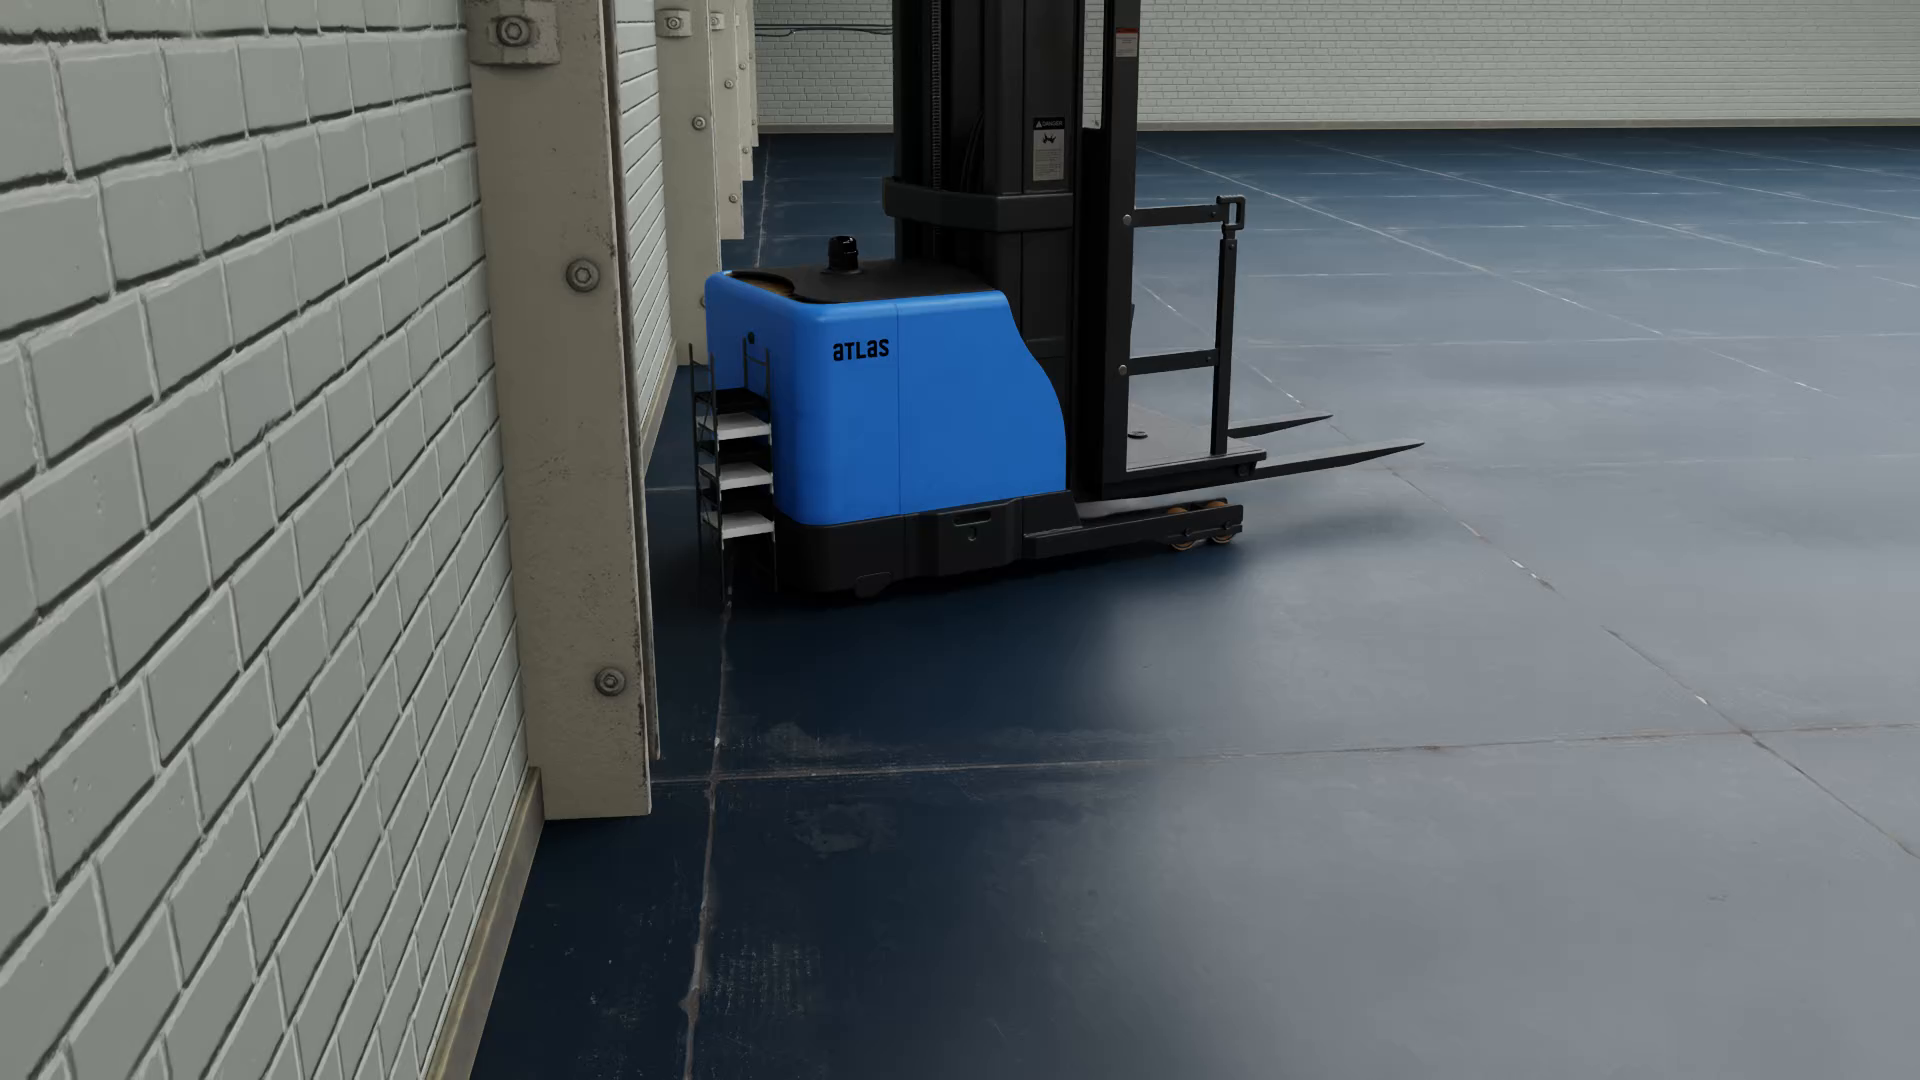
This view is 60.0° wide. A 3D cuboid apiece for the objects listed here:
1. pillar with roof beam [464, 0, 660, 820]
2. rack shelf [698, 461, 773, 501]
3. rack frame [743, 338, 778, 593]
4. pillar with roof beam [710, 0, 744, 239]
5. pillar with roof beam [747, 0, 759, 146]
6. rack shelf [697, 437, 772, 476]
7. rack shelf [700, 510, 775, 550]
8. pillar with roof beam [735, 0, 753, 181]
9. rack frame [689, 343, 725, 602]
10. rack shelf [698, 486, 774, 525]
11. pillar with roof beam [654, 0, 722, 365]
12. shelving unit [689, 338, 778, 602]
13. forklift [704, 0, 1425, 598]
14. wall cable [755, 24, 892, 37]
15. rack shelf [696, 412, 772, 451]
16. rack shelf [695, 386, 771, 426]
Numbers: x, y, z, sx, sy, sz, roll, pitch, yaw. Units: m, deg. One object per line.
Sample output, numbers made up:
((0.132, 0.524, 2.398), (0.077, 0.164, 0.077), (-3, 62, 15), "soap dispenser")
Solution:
((3.292, -3.758, 3.624), (9.100, 9.000, 0.400), (-2, 18, -6), "pillar with roof beam")
((-0.814, -0.221, 5.989), (0.200, 0.077, 0.258), (-9, 20, -27), "rack shelf")
((-0.724, -0.267, 6.025), (0.006, 0.900, 0.240), (-9, 20, -27), "rack frame")
((2.054, -7.333, 15.012), (9.100, 9.000, 0.400), (-2, 18, -6), "pillar with roof beam")
((0.817, -10.908, 26.400), (9.100, 9.000, 0.400), (-2, 18, -6), "pillar with roof beam")
((-0.814, -0.307, 5.962), (0.200, 0.077, 0.258), (-9, 20, -27), "rack shelf")
((-0.814, -0.049, 6.043), (0.200, 0.077, 0.258), (-9, 20, -27), "rack shelf")
((1.436, -9.121, 20.706), (9.100, 9.000, 0.400), (-2, 18, -6), "pillar with roof beam")
((-0.903, -0.238, 5.933), (0.006, 0.900, 0.240), (-9, 20, -27), "rack frame")
((-0.814, -0.135, 6.016), (0.200, 0.077, 0.258), (-9, 20, -27), "rack shelf")
((2.673, -5.546, 9.318), (9.100, 9.000, 0.400), (-2, 18, -6), "pillar with roof beam")
((-0.814, -0.253, 5.979), (0.210, 0.900, 0.258), (-9, 20, -27), "shelving unit")
((0.552, -1.487, 6.521), (3.031, 2.935, 1.130), (-9, 20, -27), "forklift")
((-2.454, -10.213, 29.367), (3.097, 2.526, 0.112), (-2, 18, -6), "wall cable")
((-0.814, -0.393, 5.935), (0.200, 0.077, 0.258), (-9, 20, -27), "rack shelf")
((-0.814, -0.478, 5.908), (0.200, 0.077, 0.258), (-9, 20, -27), "rack shelf")
